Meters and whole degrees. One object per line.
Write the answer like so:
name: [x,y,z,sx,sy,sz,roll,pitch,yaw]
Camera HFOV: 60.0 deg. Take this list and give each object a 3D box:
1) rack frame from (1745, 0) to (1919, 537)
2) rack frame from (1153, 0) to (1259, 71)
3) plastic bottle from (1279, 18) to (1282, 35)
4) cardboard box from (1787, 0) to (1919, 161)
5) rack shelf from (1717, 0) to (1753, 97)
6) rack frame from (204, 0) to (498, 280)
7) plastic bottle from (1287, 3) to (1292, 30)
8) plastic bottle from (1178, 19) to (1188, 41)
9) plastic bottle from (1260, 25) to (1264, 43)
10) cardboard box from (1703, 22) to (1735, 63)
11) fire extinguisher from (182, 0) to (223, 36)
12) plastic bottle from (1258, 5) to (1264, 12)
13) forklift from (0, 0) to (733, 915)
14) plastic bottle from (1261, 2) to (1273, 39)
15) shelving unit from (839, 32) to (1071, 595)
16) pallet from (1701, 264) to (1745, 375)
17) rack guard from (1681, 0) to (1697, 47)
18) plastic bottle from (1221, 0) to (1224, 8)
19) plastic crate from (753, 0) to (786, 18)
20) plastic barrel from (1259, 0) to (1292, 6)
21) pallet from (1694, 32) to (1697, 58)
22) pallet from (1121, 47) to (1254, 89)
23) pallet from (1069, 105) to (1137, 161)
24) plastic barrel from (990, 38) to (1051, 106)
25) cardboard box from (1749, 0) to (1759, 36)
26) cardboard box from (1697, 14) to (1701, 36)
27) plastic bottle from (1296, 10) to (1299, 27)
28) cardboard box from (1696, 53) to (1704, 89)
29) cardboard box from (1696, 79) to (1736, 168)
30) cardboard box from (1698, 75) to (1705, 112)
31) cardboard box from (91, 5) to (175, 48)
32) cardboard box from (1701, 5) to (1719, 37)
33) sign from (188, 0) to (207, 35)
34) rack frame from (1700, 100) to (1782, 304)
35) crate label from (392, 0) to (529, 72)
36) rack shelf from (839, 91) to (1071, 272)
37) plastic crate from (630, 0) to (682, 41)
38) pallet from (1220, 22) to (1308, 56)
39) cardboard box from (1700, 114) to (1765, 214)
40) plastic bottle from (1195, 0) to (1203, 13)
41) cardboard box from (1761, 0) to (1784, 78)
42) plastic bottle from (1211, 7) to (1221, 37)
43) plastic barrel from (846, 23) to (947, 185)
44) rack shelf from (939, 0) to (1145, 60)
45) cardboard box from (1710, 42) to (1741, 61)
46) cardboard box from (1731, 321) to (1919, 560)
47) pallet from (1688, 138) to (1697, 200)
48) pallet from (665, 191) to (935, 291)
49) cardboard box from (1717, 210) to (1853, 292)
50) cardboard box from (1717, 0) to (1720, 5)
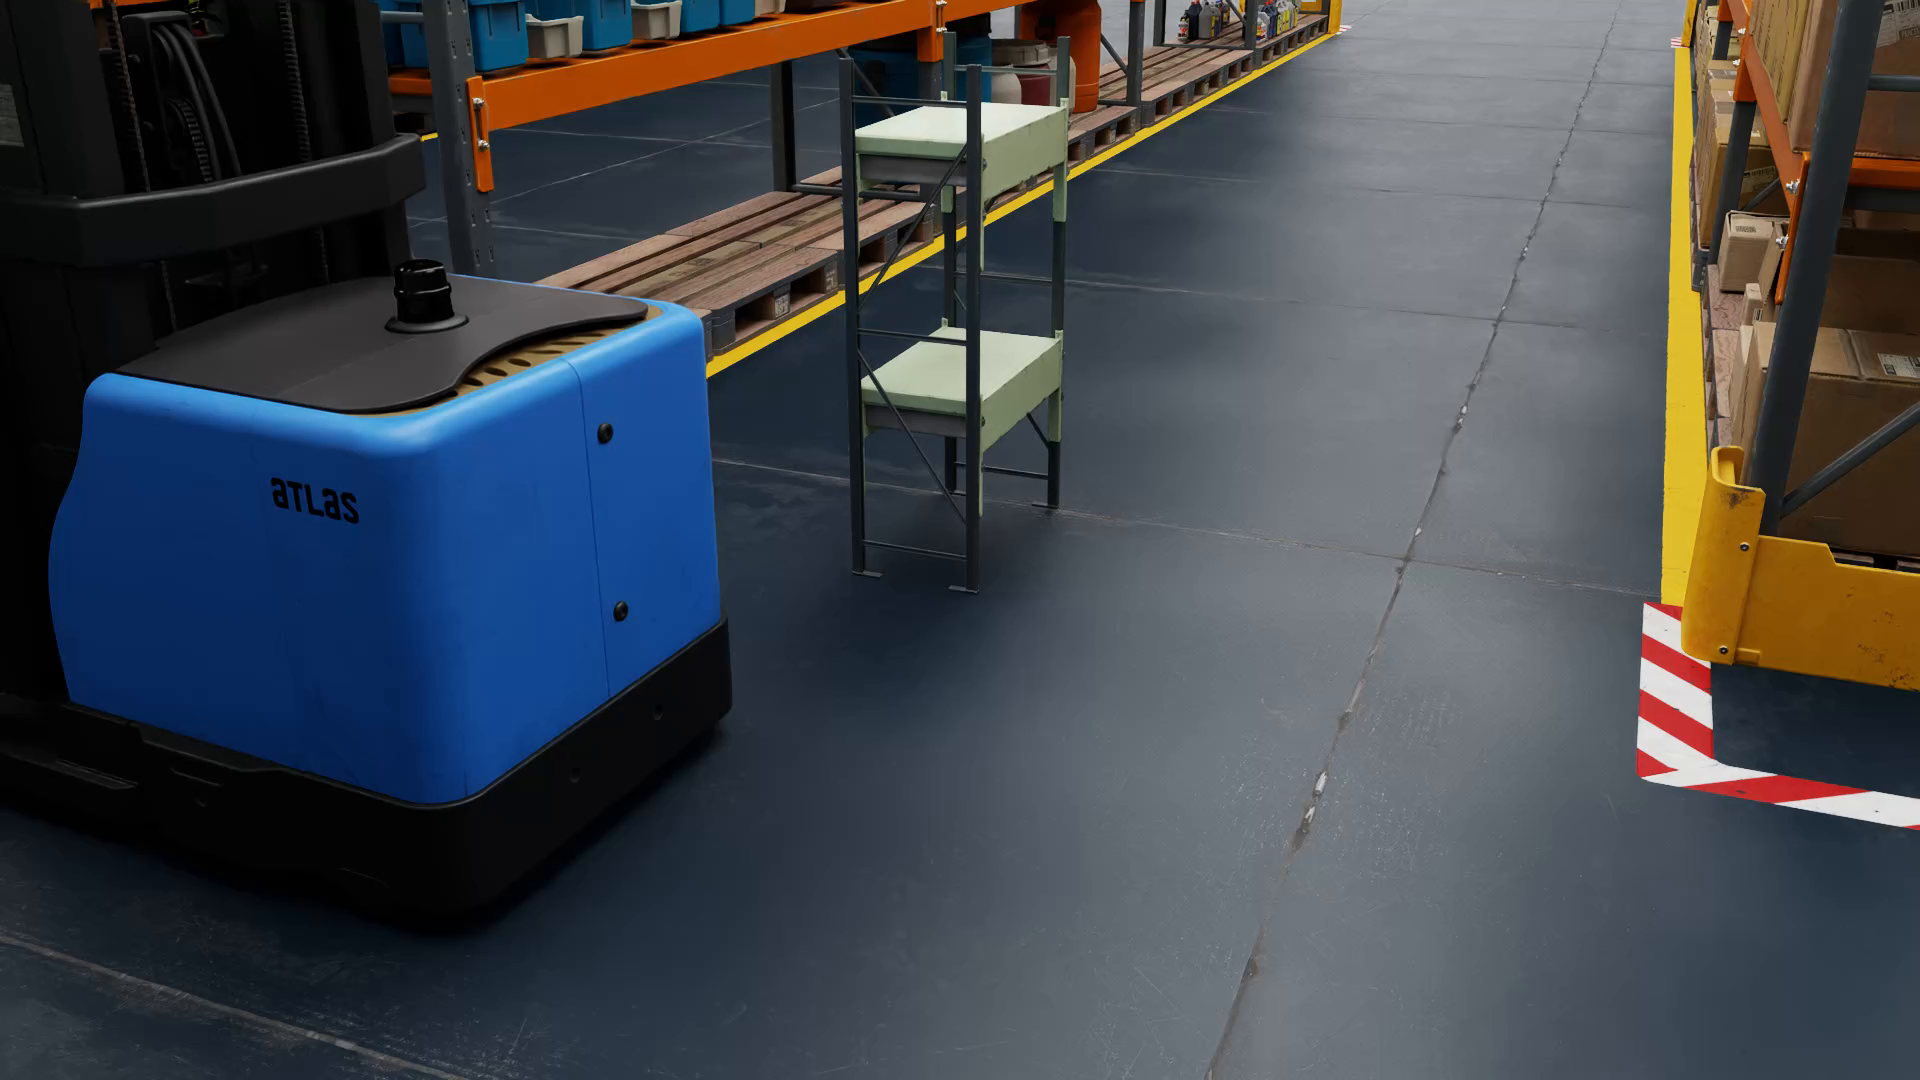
rack frame: [2.528,-1.017,3.794,1.000,3.000,0.127,9,24,20]
rack frame: [2.387,-6.022,15.775,1.000,3.000,0.127,9,24,20]
plastic bottle: [3.269,-5.329,17.175,0.097,0.201,0.097,0,23,0]
cardboard box: [2.441,-1.263,4.252,0.500,0.500,0.500,10,25,22]
rack shelf: [4.756,-2.833,9.073,1.077,0.370,4.000,9,24,20]
rack frame: [-2.070,-1.728,5.495,1.000,3.000,0.127,9,24,20]
plastic bottle: [3.427,-5.544,17.593,0.152,0.276,0.135,8,24,19]
plastic bottle: [2.233,-5.108,16.648,0.097,0.201,0.097,0,23,0]
plastic bottle: [2.950,-5.021,16.440,0.097,0.201,0.097,0,23,0]
cardboard box: [6.030,-3.833,12.829,0.500,0.311,0.500,9,24,22]
fire extinguisher: [-2.548,-1.531,5.608,0.296,0.674,0.183,9,24,20]
plastic bottle: [3.154,-5.430,17.320,0.152,0.276,0.135,9,24,20]
forklift: [-2.116,-0.968,3.764,3.031,2.935,1.130,10,25,23]
plastic bottle: [3.072,-5.232,16.750,0.144,0.351,0.185,9,24,21]
shelving unit: [0.002,-0.694,4.967,0.431,1.500,0.755,9,24,20]
pallet: [3.757,-0.916,7.170,1.003,0.211,1.213,9,24,20]
rack guard: [8.480,-5.598,18.004,1.175,0.500,0.348,9,24,20]
plastic bottle: [2.809,-5.721,18.007,0.061,0.283,0.133,9,24,21]
plastic crate: [-0.952,-2.399,7.366,0.293,0.136,0.466,9,24,20]
plastic barrel: [3.513,-6.073,18.581,0.421,0.512,0.421,0,23,0]
pallet: [8.226,-5.177,17.369,1.003,0.211,1.213,9,24,20]
pallet: [2.132,-4.449,15.627,1.003,0.211,1.213,9,24,20]
pallet: [0.647,-3.016,12.196,1.003,0.211,1.213,9,24,20]
plastic barrel: [0.316,-3.090,11.340,0.600,0.588,0.708,9,24,20]
cardboard box: [3.571,-2.352,6.858,0.500,0.500,0.500,9,24,21]
cardboard box: [7.697,-5.150,16.709,0.500,0.250,0.500,9,24,20]
plastic bottle: [3.598,-5.645,17.933,0.097,0.201,0.097,0,23,0]
cardboard box: [6.224,-3.759,13.381,0.500,0.250,0.500,8,24,18]
cardboard box: [4.685,-2.441,9.874,0.500,0.500,0.500,8,24,19]
cardboard box: [5.656,-3.213,12.074,0.500,0.250,0.500,8,24,19]
cardboard box: [-5.502,-2.857,10.410,0.875,0.875,0.875,9,24,20]
cardboard box: [6.600,-4.383,14.147,0.500,0.311,0.500,9,24,20]
sign: [-2.587,-1.876,5.638,0.100,0.325,0.005,9,24,20]
rack frame: [4.013,-2.449,7.221,1.000,3.000,0.127,9,24,20]
crate label: [-1.673,-1.719,5.614,0.416,0.233,0.303,9,24,20]
rack shelf: [0.002,-1.055,4.816,0.431,0.370,0.720,9,24,20]
plastic crate: [-1.225,-2.021,6.460,0.250,0.136,0.298,9,24,20]
pallet: [3.127,-5.408,17.923,1.003,0.211,1.213,9,24,20]
cardboard box: [4.122,-1.892,8.559,0.500,0.500,0.500,9,24,20]
plastic bottle: [2.430,-5.343,17.016,0.144,0.351,0.185,8,24,17]
cardboard box: [3.008,-1.807,5.554,0.500,0.500,0.500,8,24,19]
plastic bottle: [2.577,-5.296,17.001,0.152,0.276,0.135,9,24,20]
plastic barrel: [-0.366,-2.577,9.705,0.600,0.901,0.708,9,24,20]
rack shelf: [0.159,-3.543,10.774,1.077,0.370,4.000,9,24,20]
cardboard box: [5.465,-3.287,11.522,0.500,0.311,0.500,9,24,21]
cardboard box: [2.501,-0.297,4.741,0.500,0.500,0.500,9,24,20]
pallet: [5.187,-2.332,10.558,1.003,0.211,1.213,9,24,20]
pallet: [-0.821,-1.604,8.816,1.003,0.211,1.213,9,24,20]
cardboard box: [3.657,-1.292,7.369,0.500,0.311,0.500,9,24,20]
cardboard box: [7.151,-4.957,15.275,0.500,0.500,0.500,9,24,20]
